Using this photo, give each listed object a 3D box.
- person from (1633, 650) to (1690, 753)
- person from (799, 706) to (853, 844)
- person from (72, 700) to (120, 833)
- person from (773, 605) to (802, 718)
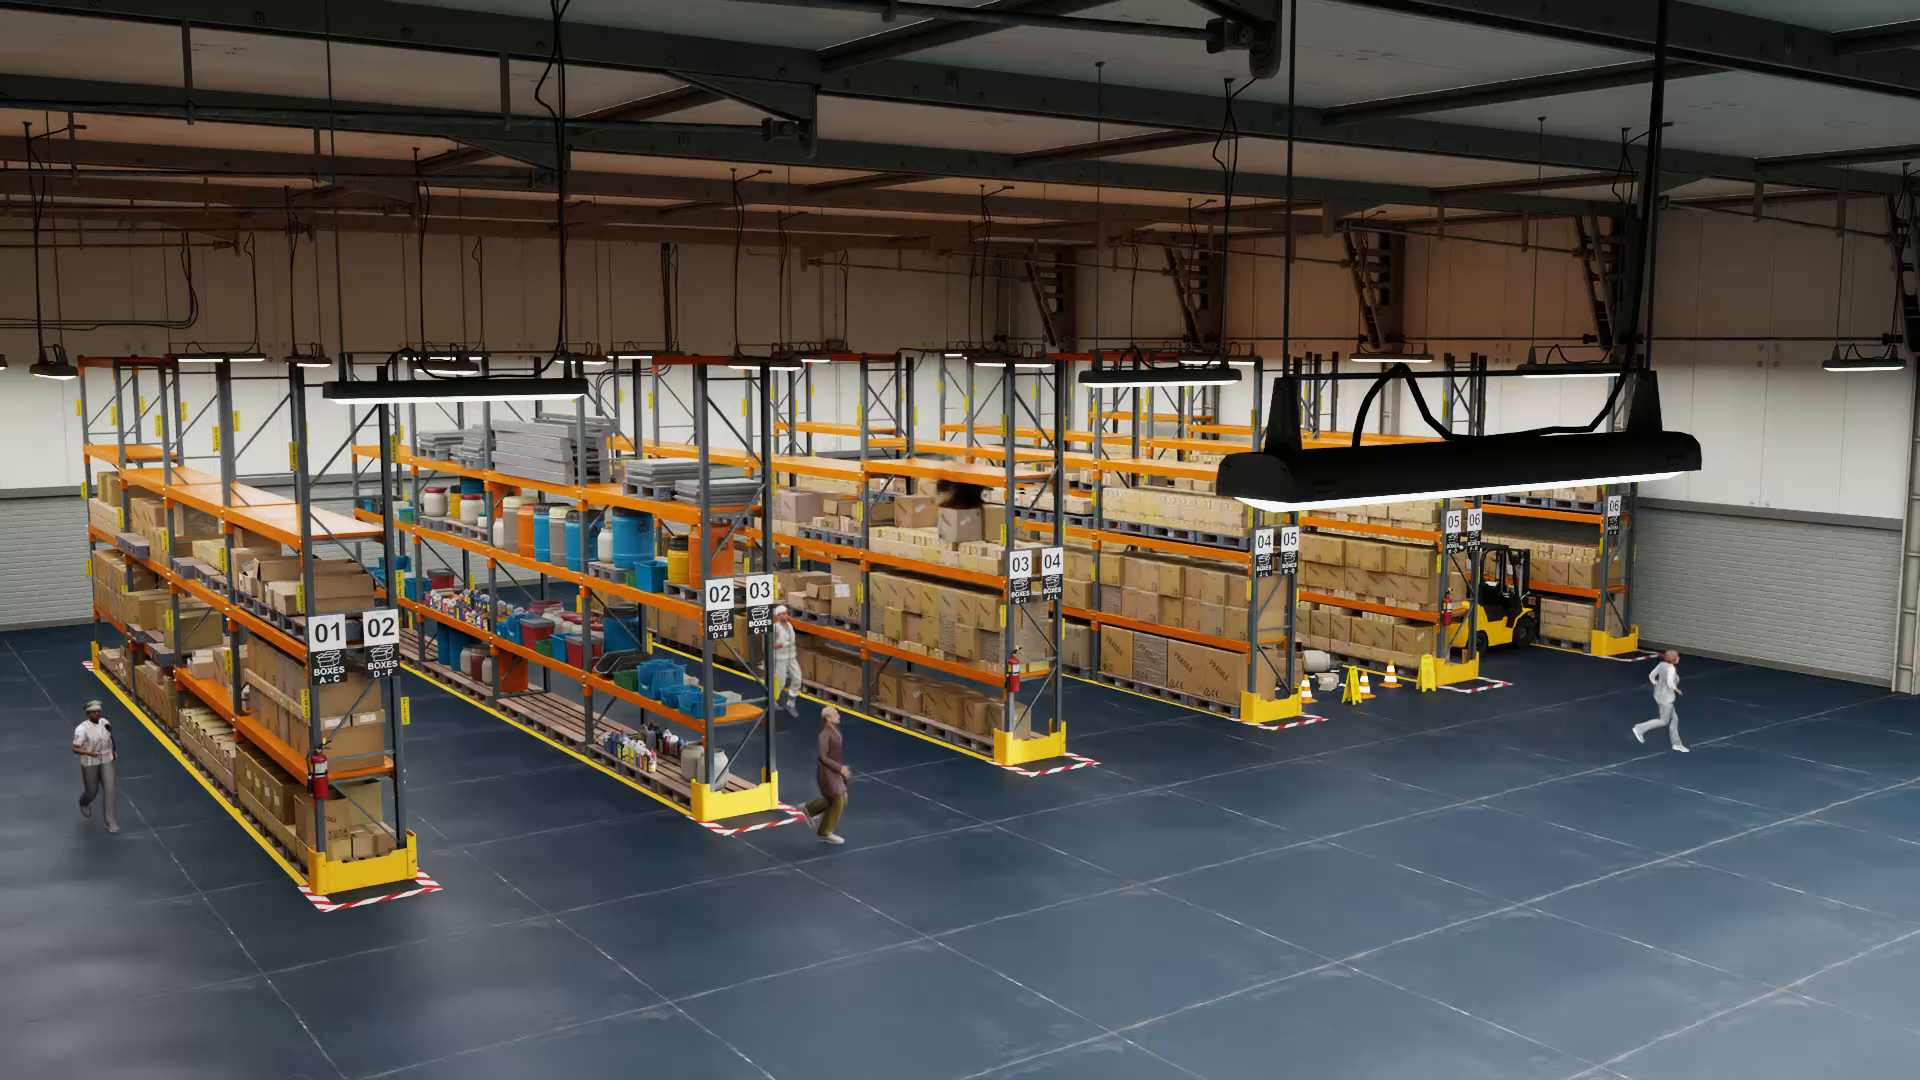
[{"bbox_3d":[10.781,2.466,25.526,0.868,1.588,0.566,0,7,3],"label":"person"},{"bbox_3d":[-1.686,2.943,20.945,0.706,1.745,0.741,0,7,3],"label":"person"},{"bbox_3d":[-11.142,2.891,21.465,0.904,1.695,0.580,6,9,40],"label":"person"},{"bbox_3d":[-2.835,1.976,27.007,0.705,1.838,0.632,7,10,44],"label":"person"}]
